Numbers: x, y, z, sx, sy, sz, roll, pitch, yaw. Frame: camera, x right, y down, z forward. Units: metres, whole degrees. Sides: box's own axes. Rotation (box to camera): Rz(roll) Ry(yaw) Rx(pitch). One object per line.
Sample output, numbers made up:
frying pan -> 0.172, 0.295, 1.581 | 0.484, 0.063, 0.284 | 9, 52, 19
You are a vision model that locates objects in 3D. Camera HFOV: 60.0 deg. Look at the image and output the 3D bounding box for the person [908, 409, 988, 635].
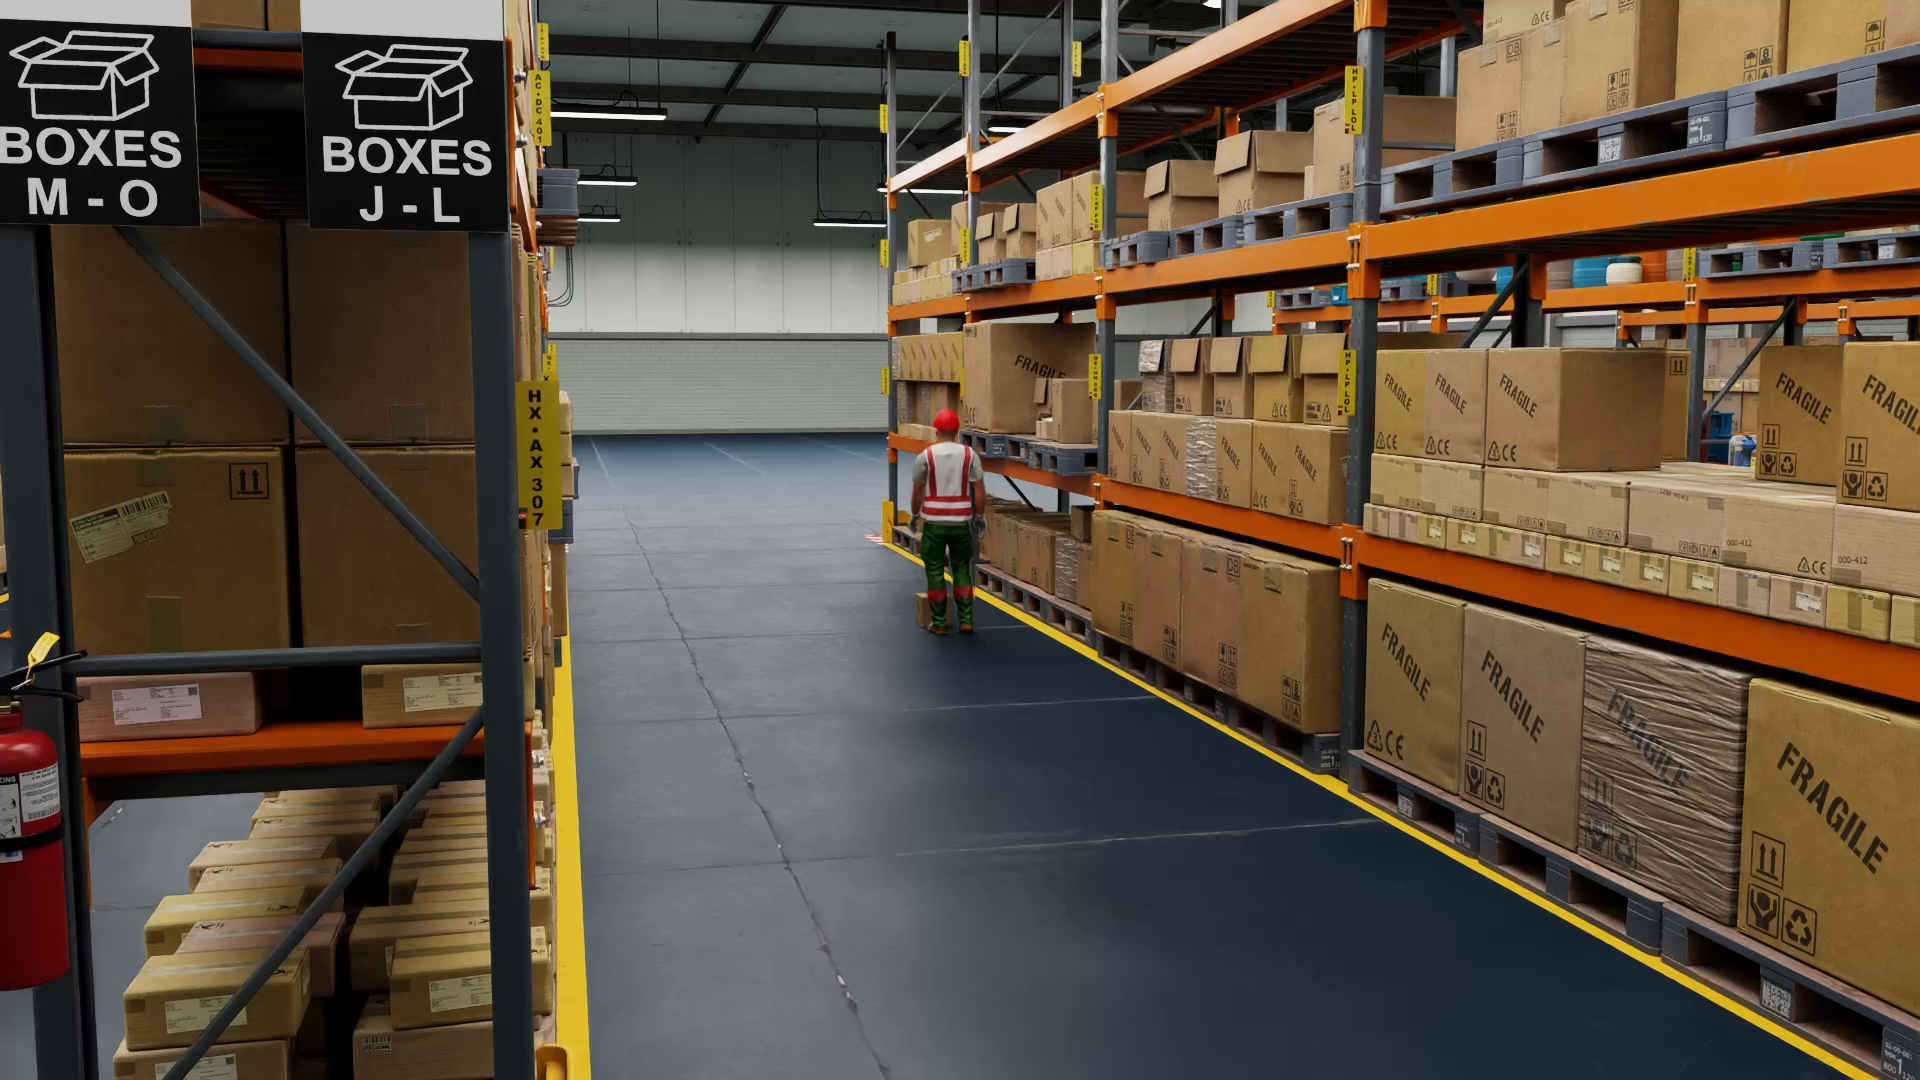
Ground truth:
person -> -0.093, -0.109, 13.169 | 0.616, 1.860, 0.422 | -1, 6, -13
